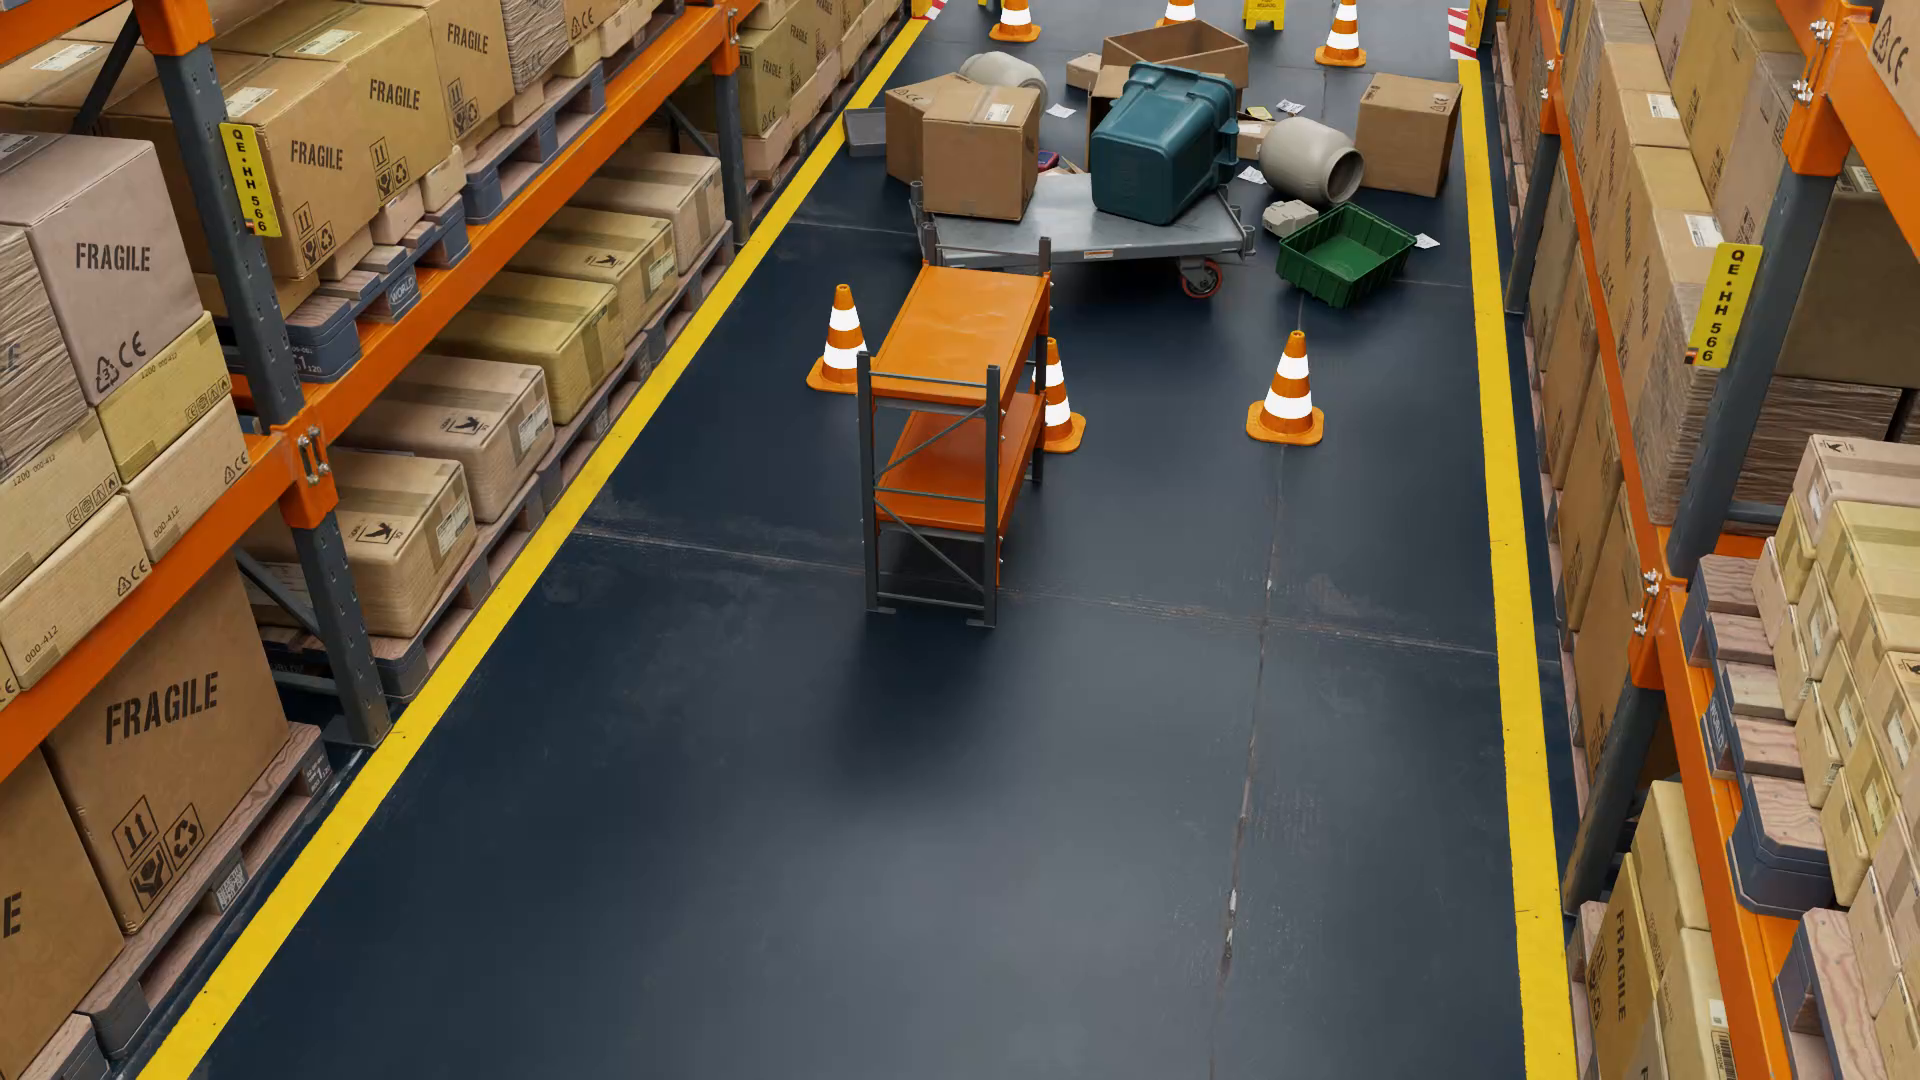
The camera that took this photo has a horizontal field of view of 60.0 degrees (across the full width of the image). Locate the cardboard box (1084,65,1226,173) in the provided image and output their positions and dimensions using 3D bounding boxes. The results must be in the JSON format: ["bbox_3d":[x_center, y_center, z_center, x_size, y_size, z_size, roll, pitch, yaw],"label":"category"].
[{"bbox_3d":[1.125,-2.353,9.452,0.797,0.637,0.503,7,37,10],"label":"cardboard box"}]

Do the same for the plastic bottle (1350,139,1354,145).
[{"bbox_3d":[2.215,-2.336,9.921,0.283,0.061,0.133,-5,36,-6],"label":"plastic bottle"}]

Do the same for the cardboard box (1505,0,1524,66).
[{"bbox_3d":[3.995,-3.521,10.504,0.875,0.875,0.875,8,37,10],"label":"cardboard box"}]

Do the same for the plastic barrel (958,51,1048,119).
[{"bbox_3d":[0.256,-2.753,10.188,0.421,0.421,0.512,-24,42,-30],"label":"plastic barrel"}]

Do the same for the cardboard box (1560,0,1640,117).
[{"bbox_3d":[2.846,-2.088,6.989,0.500,0.500,0.500,8,37,10],"label":"cardboard box"}]

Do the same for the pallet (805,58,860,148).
[{"bbox_3d":[-1.269,-2.839,10.488,1.003,0.211,1.213,7,37,10],"label":"pallet"}]

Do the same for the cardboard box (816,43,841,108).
[{"bbox_3d":[-1.033,-2.850,10.112,0.500,0.250,0.500,7,36,9],"label":"cardboard box"}]

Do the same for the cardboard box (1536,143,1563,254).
[{"bbox_3d":[3.424,-1.976,8.374,0.875,0.875,0.875,8,37,11],"label":"cardboard box"}]

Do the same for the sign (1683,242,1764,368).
[{"bbox_3d":[1.824,-0.558,3.977,0.100,0.325,0.005,7,37,10],"label":"sign"}]

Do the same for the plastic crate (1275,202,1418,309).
[{"bbox_3d":[1.978,-1.463,8.560,0.450,0.188,0.662,36,48,26],"label":"plastic crate"}]

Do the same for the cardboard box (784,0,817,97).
[{"bbox_3d":[-1.144,-2.851,9.473,0.500,0.500,0.500,9,37,12],"label":"cardboard box"}]

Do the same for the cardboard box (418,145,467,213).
[{"bbox_3d":[-1.964,-1.280,5.816,0.380,0.149,0.250,8,37,10],"label":"cardboard box"}]

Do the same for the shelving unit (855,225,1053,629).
[{"bbox_3d":[-0.001,-0.452,6.415,0.538,1.125,1.048,7,37,10],"label":"shelving unit"}]

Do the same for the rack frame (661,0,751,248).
[{"bbox_3d":[-1.636,-2.877,8.164,1.000,3.000,0.127,7,37,10],"label":"rack frame"}]

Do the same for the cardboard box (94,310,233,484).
[{"bbox_3d":[-2.346,-0.416,4.470,0.500,0.250,0.500,7,37,10],"label":"cardboard box"}]

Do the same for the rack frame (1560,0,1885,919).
[{"bbox_3d":[2.367,-0.022,4.224,1.000,3.000,0.127,7,37,10],"label":"rack frame"}]

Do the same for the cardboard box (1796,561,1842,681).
[{"bbox_3d":[2.011,0.197,3.524,0.380,0.149,0.250,9,37,12],"label":"cardboard box"}]

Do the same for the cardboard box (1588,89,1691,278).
[{"bbox_3d":[2.521,-1.221,5.793,0.500,0.500,0.500,8,37,11],"label":"cardboard box"}]

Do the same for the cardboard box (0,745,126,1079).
[{"bbox_3d":[-2.914,1.003,4.263,0.875,0.875,0.875,8,37,11],"label":"cardboard box"}]

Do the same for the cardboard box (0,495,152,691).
[{"bbox_3d":[-2.439,0.094,4.192,0.500,0.250,0.500,8,37,11],"label":"cardboard box"}]

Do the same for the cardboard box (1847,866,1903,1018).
[{"bbox_3d":[1.849,0.758,3.005,0.380,0.149,0.250,8,37,11],"label":"cardboard box"}]

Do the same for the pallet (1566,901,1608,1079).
[{"bbox_3d":[2.198,1.555,4.424,1.003,0.211,1.213,7,37,10],"label":"pallet"}]

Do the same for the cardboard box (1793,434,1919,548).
[{"bbox_3d":[2.078,-0.088,3.664,0.380,0.149,0.250,7,37,10],"label":"cardboard box"}]

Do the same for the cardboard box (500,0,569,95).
[{"bbox_3d":[-1.843,-2.035,6.305,0.500,0.500,0.500,6,36,8],"label":"cardboard box"}]

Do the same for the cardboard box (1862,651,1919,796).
[{"bbox_3d":[1.910,0.356,3.052,0.380,0.149,0.250,6,36,8],"label":"cardboard box"}]

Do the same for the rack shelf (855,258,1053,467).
[{"bbox_3d":[-0.001,-0.689,6.243,0.538,0.278,1.000,7,37,10],"label":"rack shelf"}]

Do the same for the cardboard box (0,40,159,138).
[{"bbox_3d":[-2.665,-1.211,5.168,0.500,0.500,0.500,6,36,9],"label":"cardboard box"}]

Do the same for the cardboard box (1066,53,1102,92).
[{"bbox_3d":[0.912,-3.012,10.779,0.380,0.149,0.250,28,44,33],"label":"cardboard box"}]

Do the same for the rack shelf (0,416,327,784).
[{"bbox_3d":[-2.918,0.854,3.629,1.077,0.370,4.000,7,37,10],"label":"rack shelf"}]

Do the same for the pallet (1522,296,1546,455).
[{"bbox_3d":[3.130,-0.734,7.583,1.003,0.211,1.213,7,37,10],"label":"pallet"}]

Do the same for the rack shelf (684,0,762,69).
[{"bbox_3d":[-1.209,-3.733,9.957,1.077,0.370,4.000,7,37,10],"label":"rack shelf"}]

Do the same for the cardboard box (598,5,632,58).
[{"bbox_3d":[-1.621,-2.168,7.042,0.380,0.149,0.250,8,37,10],"label":"cardboard box"}]

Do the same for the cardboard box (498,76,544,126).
[{"bbox_3d":[-1.847,-1.736,6.445,0.380,0.149,0.250,8,37,11],"label":"cardboard box"}]

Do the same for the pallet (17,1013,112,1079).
[{"bbox_3d":[-2.995,1.685,4.246,1.003,0.211,1.213,7,37,10],"label":"pallet"}]

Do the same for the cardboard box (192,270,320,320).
[{"bbox_3d":[-2.240,-0.815,5.175,0.380,0.149,0.250,5,36,7],"label":"cardboard box"}]

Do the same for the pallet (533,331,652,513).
[{"bbox_3d":[-2.060,-0.600,7.398,1.003,0.211,1.213,7,37,10],"label":"pallet"}]

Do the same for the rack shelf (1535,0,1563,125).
[{"bbox_3d":[3.648,-3.170,9.181,1.077,0.370,4.000,7,37,10],"label":"rack shelf"}]

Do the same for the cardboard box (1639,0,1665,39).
[{"bbox_3d":[3.013,-2.180,6.264,0.700,0.500,0.500,7,36,9],"label":"cardboard box"}]

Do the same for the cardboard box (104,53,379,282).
[{"bbox_3d":[-2.168,-1.144,5.076,0.500,0.500,0.500,6,36,9],"label":"cardboard box"}]

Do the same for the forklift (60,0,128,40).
[{"bbox_3d":[-3.927,-3.233,8.713,1.130,2.935,3.031,7,37,10],"label":"forklift"}]

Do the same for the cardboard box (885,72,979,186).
[{"bbox_3d":[-0.078,-2.310,9.509,0.500,0.500,0.500,-24,42,-30],"label":"cardboard box"}]

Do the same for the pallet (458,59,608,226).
[{"bbox_3d":[-2.108,-1.647,6.629,1.003,0.211,1.213,7,37,10],"label":"pallet"}]

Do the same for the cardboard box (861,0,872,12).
[{"bbox_3d":[-0.806,-3.739,10.699,0.500,0.500,0.500,9,37,12],"label":"cardboard box"}]

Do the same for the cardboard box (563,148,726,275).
[{"bbox_3d":[-1.746,-1.682,8.397,0.950,0.372,0.625,8,37,11],"label":"cardboard box"}]

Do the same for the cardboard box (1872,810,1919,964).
[{"bbox_3d":[1.850,0.638,2.916,0.380,0.149,0.250,7,37,10],"label":"cardboard box"}]

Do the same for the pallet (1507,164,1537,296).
[{"bbox_3d":[3.460,-1.612,8.794,1.003,0.211,1.213,7,37,10],"label":"pallet"}]

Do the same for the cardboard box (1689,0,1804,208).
[{"bbox_3d":[2.686,-1.308,5.061,0.700,0.500,0.500,7,36,9],"label":"cardboard box"}]

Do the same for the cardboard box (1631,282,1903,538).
[{"bbox_3d":[2.201,-0.354,4.597,0.500,0.500,0.500,7,37,10],"label":"cardboard box"}]

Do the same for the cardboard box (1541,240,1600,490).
[{"bbox_3d":[2.967,-0.654,6.656,1.050,0.750,0.750,7,37,10],"label":"cardboard box"}]

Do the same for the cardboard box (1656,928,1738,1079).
[{"bbox_3d":[1.875,1.173,3.709,0.500,0.250,0.500,7,37,9],"label":"cardboard box"}]

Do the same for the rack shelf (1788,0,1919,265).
[{"bbox_3d":[1.940,0.202,1.973,1.077,0.370,4.000,7,37,10],"label":"rack shelf"}]

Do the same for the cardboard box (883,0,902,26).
[{"bbox_3d":[-0.697,-3.716,11.307,0.500,0.250,0.500,7,37,10],"label":"cardboard box"}]

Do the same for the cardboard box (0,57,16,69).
[{"bbox_3d":[-6.059,-2.790,10.029,0.500,0.250,0.500,8,37,10],"label":"cardboard box"}]

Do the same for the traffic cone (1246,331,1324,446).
[{"bbox_3d":[1.459,-0.708,7.333,0.336,0.463,0.334,7,37,10],"label":"traffic cone"}]

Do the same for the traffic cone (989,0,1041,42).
[{"bbox_3d":[0.386,-3.735,11.509,0.336,0.463,0.334,7,37,10],"label":"traffic cone"}]

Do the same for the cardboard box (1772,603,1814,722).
[{"bbox_3d":[2.017,0.295,3.643,0.380,0.149,0.250,9,37,12],"label":"cardboard box"}]

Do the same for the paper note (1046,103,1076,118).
[{"bbox_3d":[0.633,-2.704,10.465,0.148,0.019,0.142,20,41,26],"label":"paper note"}]

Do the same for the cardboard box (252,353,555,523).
[{"bbox_3d":[-2.210,-0.437,6.678,0.950,0.372,0.625,7,36,9],"label":"cardboard box"}]

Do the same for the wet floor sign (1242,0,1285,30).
[{"bbox_3d":[2.147,-3.920,11.608,0.267,0.644,0.232,1,36,2],"label":"wet floor sign"}]
